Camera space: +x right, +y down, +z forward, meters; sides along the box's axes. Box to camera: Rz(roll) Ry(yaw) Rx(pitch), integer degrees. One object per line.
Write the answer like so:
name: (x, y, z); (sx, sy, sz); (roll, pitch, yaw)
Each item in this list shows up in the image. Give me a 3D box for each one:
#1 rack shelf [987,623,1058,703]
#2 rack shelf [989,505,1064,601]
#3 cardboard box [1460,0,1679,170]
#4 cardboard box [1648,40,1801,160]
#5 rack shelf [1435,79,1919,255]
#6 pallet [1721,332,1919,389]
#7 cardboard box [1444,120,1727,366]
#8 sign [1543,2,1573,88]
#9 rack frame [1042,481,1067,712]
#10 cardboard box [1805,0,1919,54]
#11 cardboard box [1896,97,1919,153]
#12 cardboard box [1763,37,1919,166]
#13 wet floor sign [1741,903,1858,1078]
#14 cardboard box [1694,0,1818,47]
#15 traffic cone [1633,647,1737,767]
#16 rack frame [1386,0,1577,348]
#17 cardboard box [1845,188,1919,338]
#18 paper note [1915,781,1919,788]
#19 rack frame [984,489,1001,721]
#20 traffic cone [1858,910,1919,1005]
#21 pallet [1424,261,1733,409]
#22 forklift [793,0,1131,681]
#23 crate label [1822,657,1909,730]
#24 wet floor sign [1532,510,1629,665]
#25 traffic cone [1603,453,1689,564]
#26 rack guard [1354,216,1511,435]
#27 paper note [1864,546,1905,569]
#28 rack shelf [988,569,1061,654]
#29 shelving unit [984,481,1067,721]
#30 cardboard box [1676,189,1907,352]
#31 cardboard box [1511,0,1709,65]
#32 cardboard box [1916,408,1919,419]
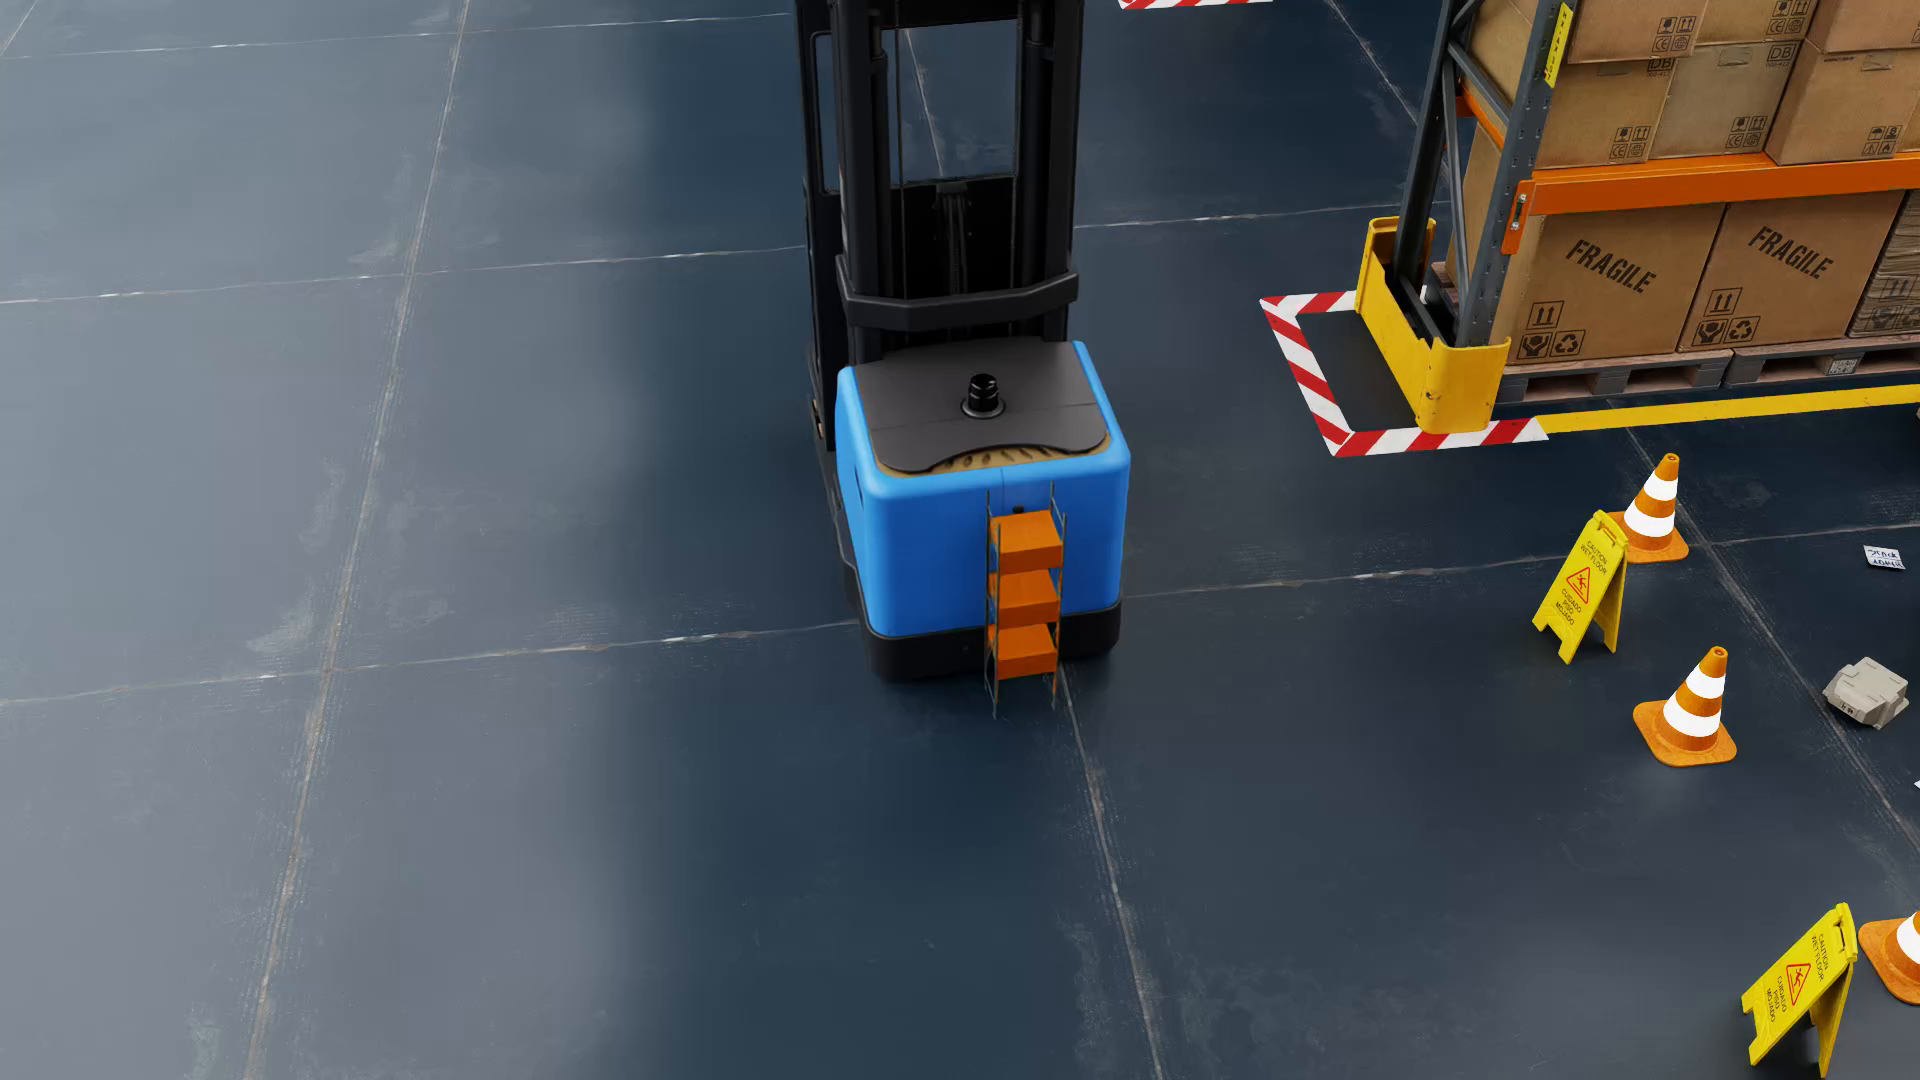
rack shelf: (0.242, 0.467, 6.594); (0.240, 0.259, 0.215); (-8, 43, -9)
rack shelf: (0.242, 0.050, 6.218); (0.240, 0.259, 0.215); (-8, 43, -9)
cardboard box: (2.720, -2.140, 7.486); (0.550, 0.550, 0.875); (-5, 42, -6)
cardboard box: (3.262, -2.202, 7.555); (0.550, 0.550, 0.875); (-5, 42, -6)
rack shelf: (4.341, -1.929, 7.901); (4.000, 0.370, 1.077); (-5, 42, -6)
pallet: (4.347, -1.212, 8.651); (1.213, 0.211, 1.003); (-5, 42, -6)
cardboard box: (3.021, -1.492, 8.152); (0.875, 0.875, 0.875); (-5, 42, -5)
sign: (2.424, -2.004, 6.742); (0.005, 0.325, 0.100); (-5, 42, -6)
rack frame: (0.361, 0.236, 6.419); (0.008, 1.050, 0.200); (-8, 43, -9)
cardboard box: (3.837, -2.553, 7.137); (0.550, 0.550, 0.875); (-5, 42, -6)
cardboard box: (4.354, -2.241, 7.598); (0.500, 0.550, 0.875); (-5, 42, -6)
cardboard box: (3.834, -2.167, 7.517); (0.550, 0.550, 0.875); (-5, 42, -6)
wet floor sign: (2.772, 1.437, 5.390); (0.232, 0.644, 0.267); (8, 43, 9)
cardboard box: (3.264, -2.594, 7.183); (0.550, 0.550, 0.875); (-5, 42, -6)
traffic cone: (2.878, 0.597, 6.458); (0.334, 0.463, 0.336); (-5, 42, -6)
rack frame: (2.358, -2.022, 7.467); (0.127, 3.000, 1.000); (-5, 42, -6)
cardboard box: (4.798, -1.647, 8.325); (0.875, 0.875, 0.875); (-5, 42, -5)
paper note: (3.779, 0.955, 6.383); (0.142, 0.019, 0.148); (-19, 45, -20)
rack frame: (0.122, 0.269, 6.383); (0.008, 1.050, 0.200); (-8, 43, -9)
traffic cone: (3.359, 1.305, 5.673); (0.334, 0.463, 0.336); (-5, 42, -6)
pallet: (3.140, -1.108, 8.536); (1.213, 0.211, 1.003); (-5, 42, -6)
forklift: (-0.122, -1.514, 6.955); (1.130, 2.935, 3.031); (-7, 43, -8)
crate label: (3.649, 0.609, 6.688); (0.298, 0.136, 0.250); (-27, 49, -27)
wet floor sign: (2.586, 0.170, 6.795); (0.232, 0.644, 0.267); (-12, 43, -13)
traffic cone: (3.068, -0.183, 7.323); (0.334, 0.463, 0.336); (-5, 42, -6)
rack guard: (2.334, -1.092, 8.302); (0.348, 0.500, 1.175); (-5, 42, -6)
paper note: (4.091, 0.076, 7.359); (0.142, 0.017, 0.144); (8, 43, 9)
rack shelf: (0.242, 0.261, 6.408); (0.240, 0.259, 0.215); (-8, 43, -9)
shelving unit: (0.242, 0.253, 6.401); (0.252, 1.050, 0.215); (-8, 43, -9)
cardboard box: (3.894, -1.570, 8.238); (0.875, 0.875, 0.875); (-6, 42, -6)
cardboard box: (2.730, -2.485, 7.063); (0.550, 0.550, 0.875); (-5, 42, -6)
cardboard box: (4.918, -0.626, 7.784); (0.500, 0.500, 0.500); (2, 42, 2)
